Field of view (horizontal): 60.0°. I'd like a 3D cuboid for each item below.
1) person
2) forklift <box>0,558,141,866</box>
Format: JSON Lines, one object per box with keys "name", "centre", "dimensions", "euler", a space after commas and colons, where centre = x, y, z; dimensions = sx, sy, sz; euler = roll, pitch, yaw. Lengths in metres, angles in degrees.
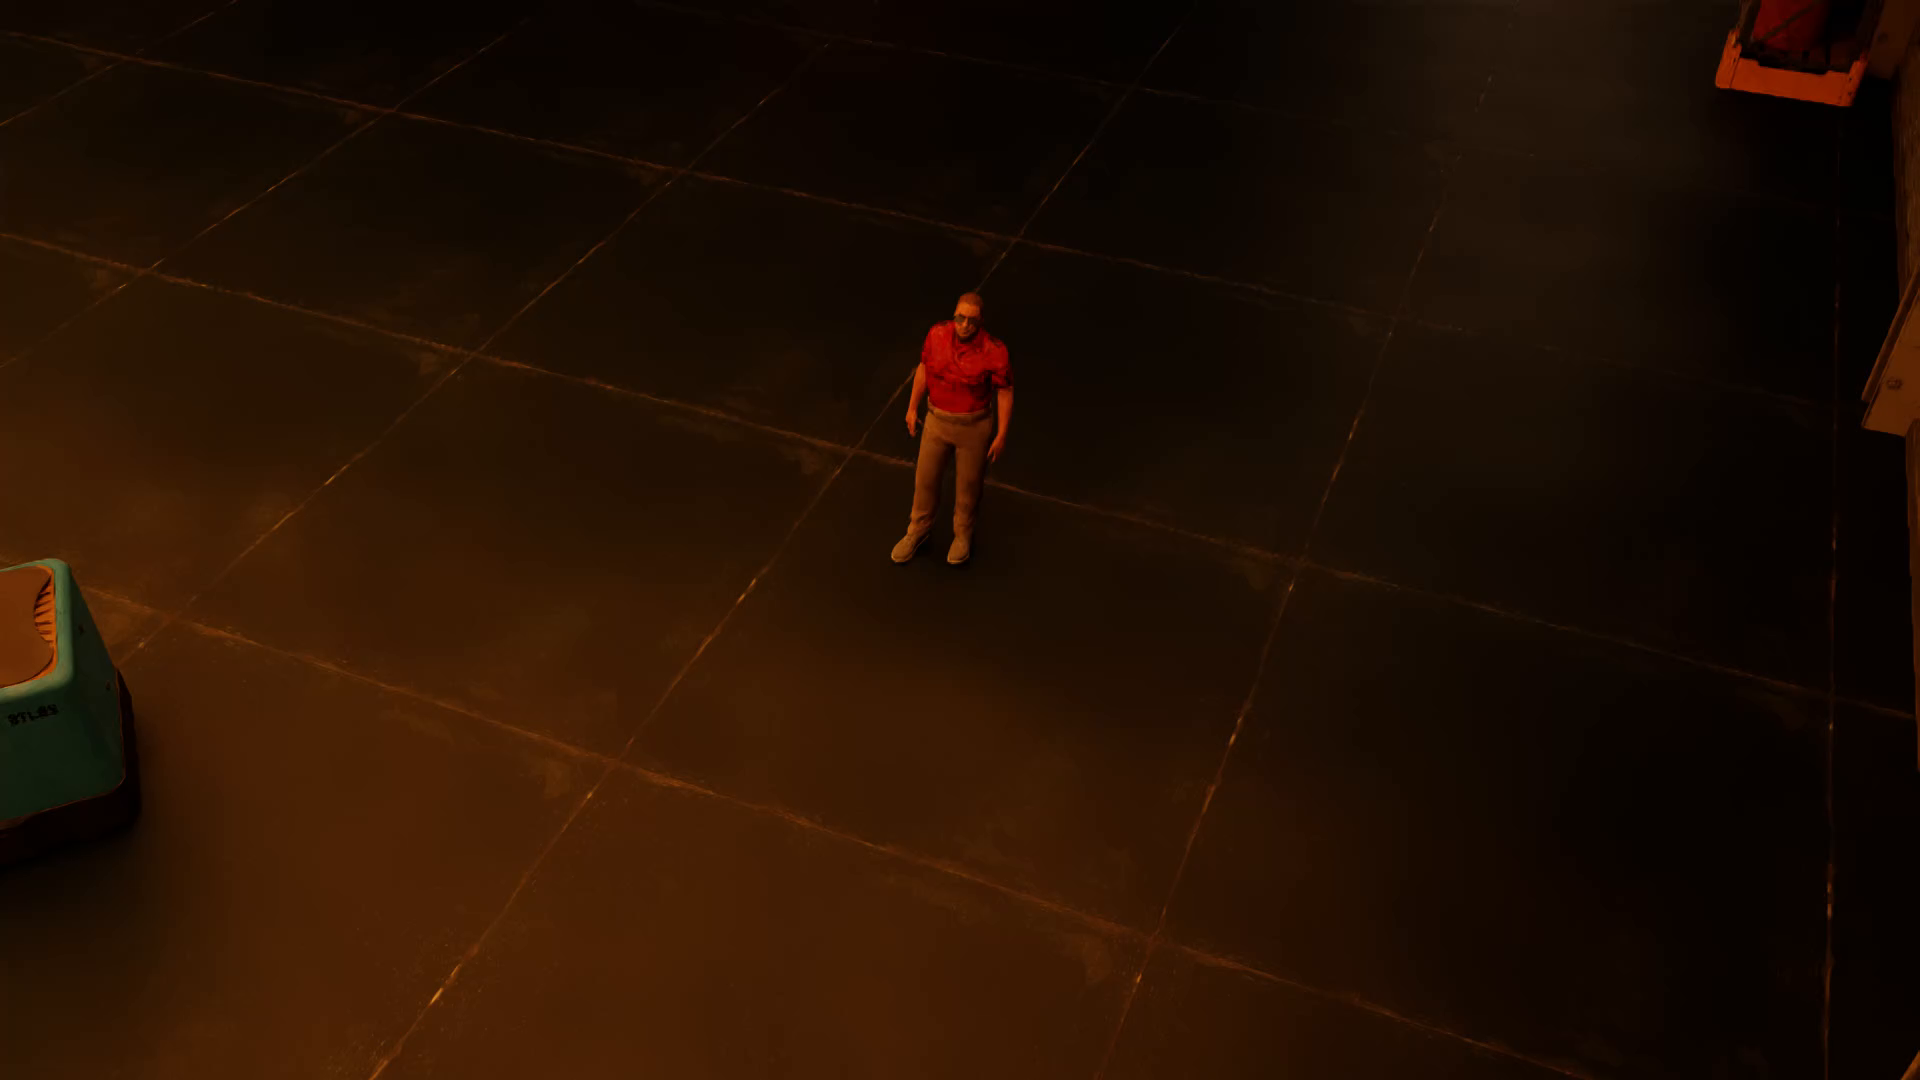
{"name": "person", "centre": [-0.045, -0.618, 9.670], "dimensions": [0.640, 1.726, 0.550], "euler": [15, 42, 17]}
{"name": "forklift", "centre": [-5.768, 0.440, 7.480], "dimensions": [3.031, 2.935, 1.130], "euler": [-16, 43, -18]}
